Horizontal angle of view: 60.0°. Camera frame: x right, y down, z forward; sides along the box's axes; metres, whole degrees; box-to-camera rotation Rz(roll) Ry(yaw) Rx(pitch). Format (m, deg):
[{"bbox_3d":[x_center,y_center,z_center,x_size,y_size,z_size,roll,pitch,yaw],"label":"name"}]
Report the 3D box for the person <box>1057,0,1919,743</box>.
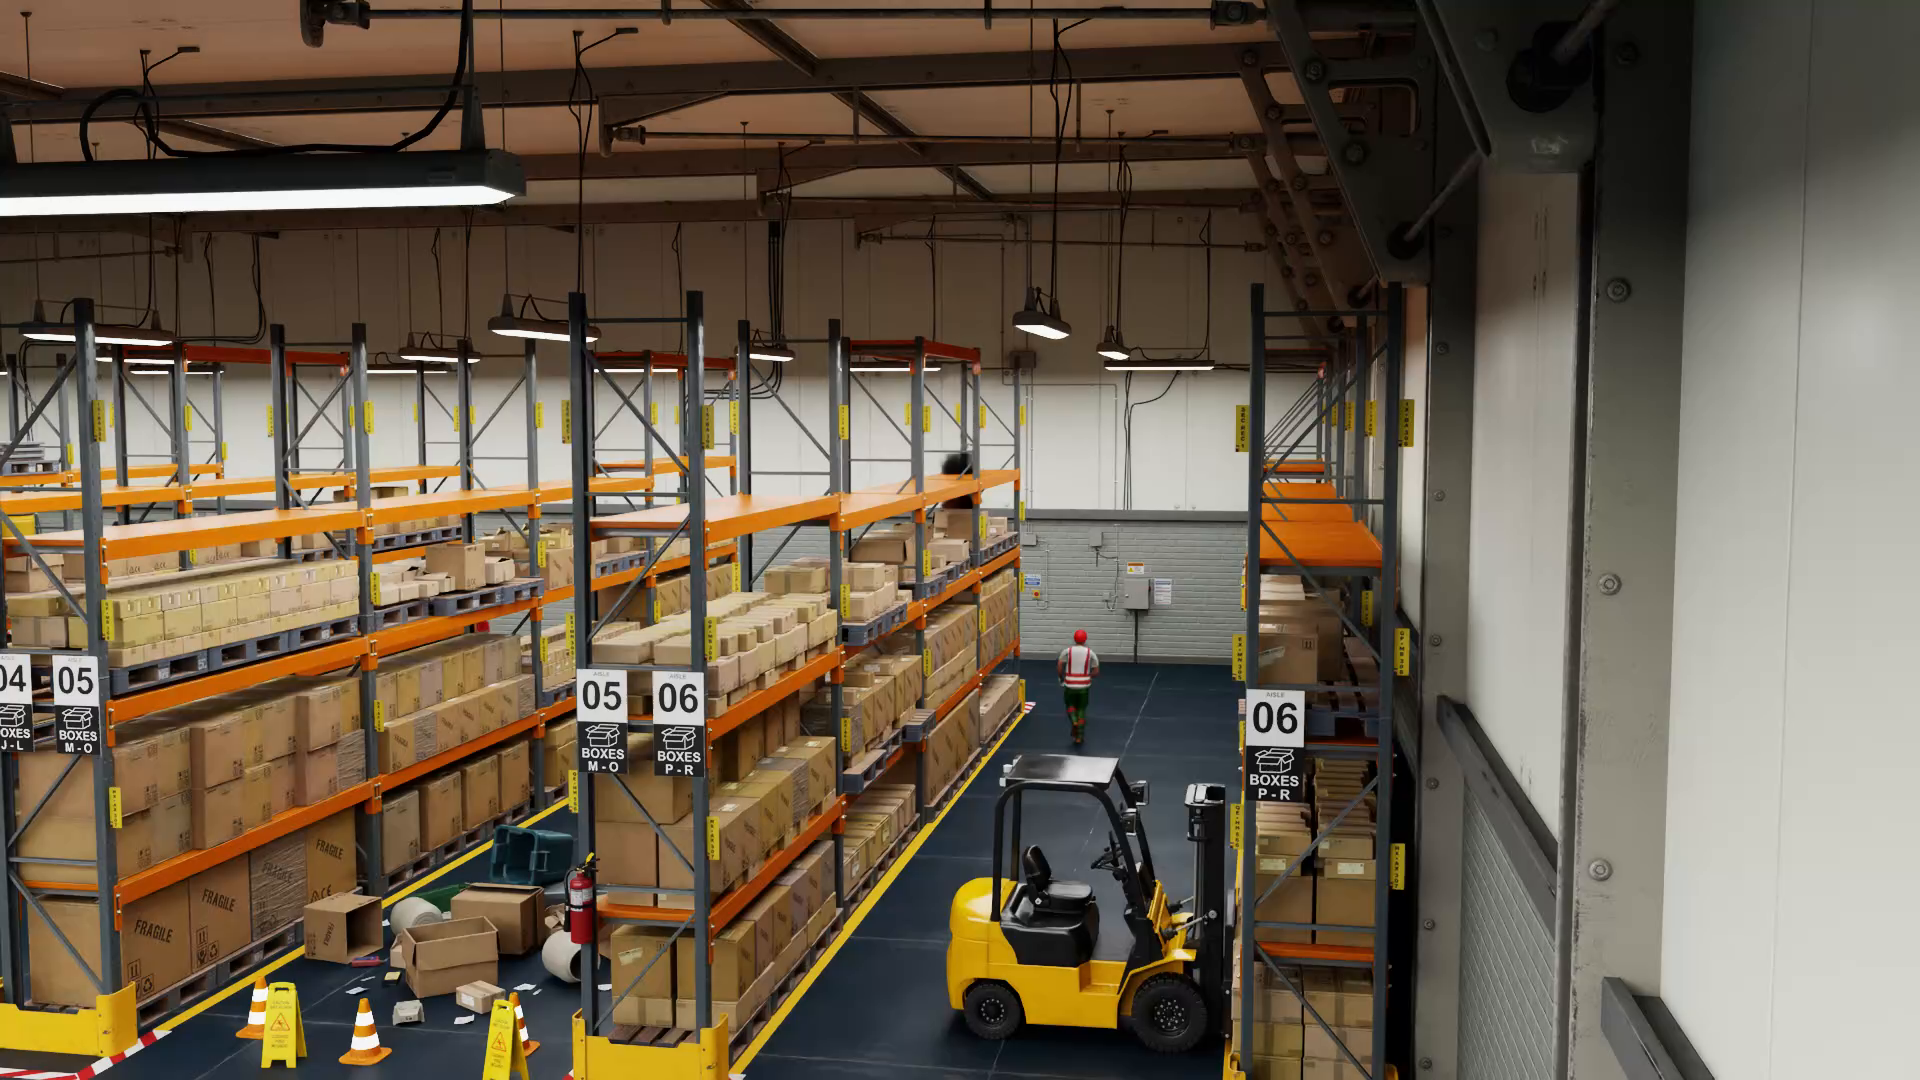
[{"bbox_3d":[1.864,-0.371,12.819,2.141,8.994,25.335,0,5,3],"label":"person"}]
